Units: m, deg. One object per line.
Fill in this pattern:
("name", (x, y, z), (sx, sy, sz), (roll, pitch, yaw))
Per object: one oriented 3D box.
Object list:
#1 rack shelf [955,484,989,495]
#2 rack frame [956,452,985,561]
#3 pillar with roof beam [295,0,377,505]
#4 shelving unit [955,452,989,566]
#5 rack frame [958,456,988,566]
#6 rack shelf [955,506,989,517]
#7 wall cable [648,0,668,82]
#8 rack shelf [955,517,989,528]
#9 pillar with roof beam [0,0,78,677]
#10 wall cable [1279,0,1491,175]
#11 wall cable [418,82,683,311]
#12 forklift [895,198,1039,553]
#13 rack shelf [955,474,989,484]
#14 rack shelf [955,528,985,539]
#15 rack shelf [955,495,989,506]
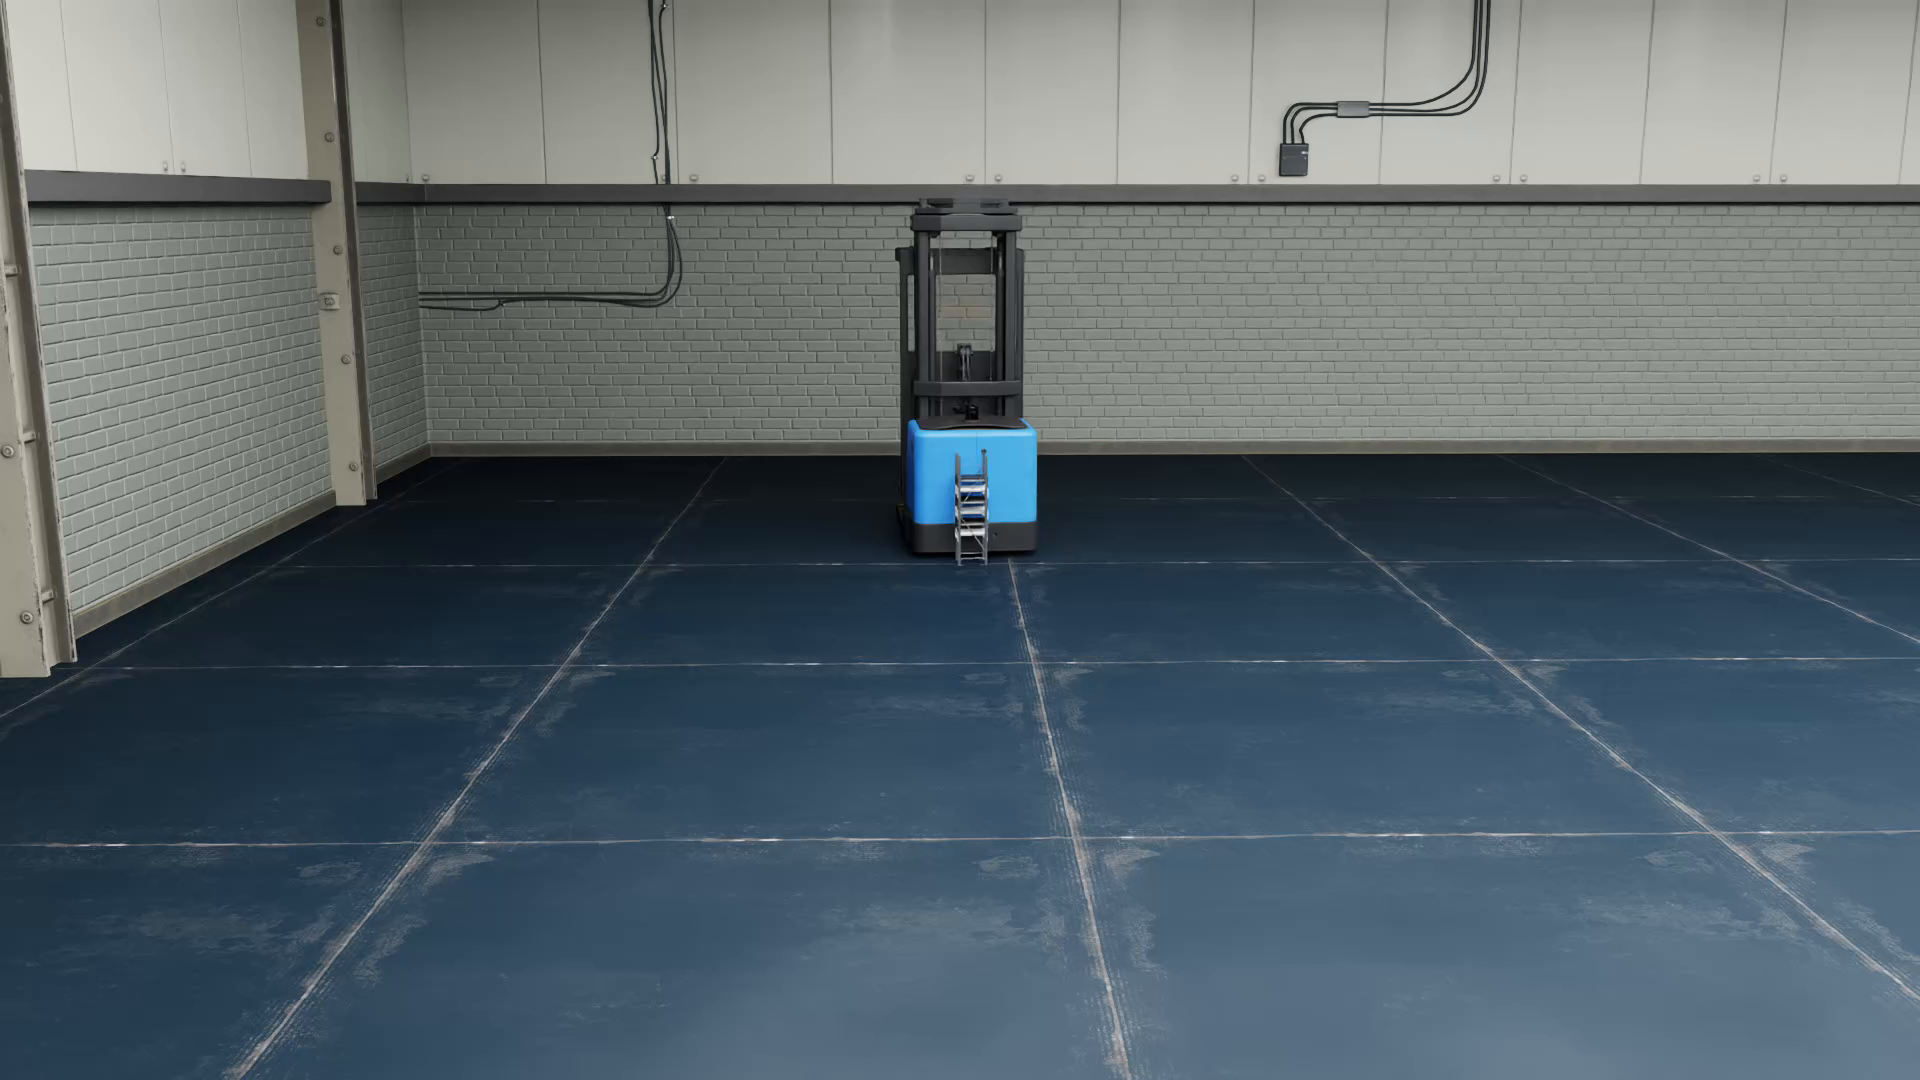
("rack shelf", (0.094, -0.395, 13.504), (0.258, 0.077, 0.200), (-1, 12, -5))
("rack frame", (0.084, -0.271, 13.633), (0.240, 0.900, 0.006), (-1, 12, -5))
("pillar with roof beam", (-1.667, -4.806, 15.615), (9.100, 9.000, 0.400), (0, 11, -1))
("shelving unit", (0.094, -0.251, 13.533), (0.258, 0.900, 0.210), (-1, 12, -5))
("rack frame", (0.104, -0.231, 13.434), (0.240, 0.900, 0.006), (-1, 12, -5))
("rack shelf", (0.094, -0.218, 13.540), (0.258, 0.077, 0.200), (-1, 12, -5))
("wall cable", (-2.005, -6.344, 18.303), (3.097, 2.526, 0.112), (0, 11, -1))
("rack shelf", (0.094, -0.130, 13.558), (0.258, 0.077, 0.200), (-1, 12, -5))
("pillar with roof beam", (-1.543, -3.613, 9.736), (9.100, 9.000, 0.400), (0, 11, -1))
("wall cable", (4.782, -7.082, 18.280), (2.305, 6.003, 0.169), (0, 11, -1))
("wall cable", (-4.710, -3.857, 18.750), (3.097, 2.526, 0.112), (0, 11, -1))
("forklift", (-0.007, -1.569, 14.920), (1.130, 2.935, 3.031), (-1, 12, -5))
("rack shelf", (0.094, -0.483, 13.486), (0.258, 0.077, 0.200), (-1, 12, -5))
("rack shelf", (0.094, -0.042, 13.576), (0.258, 0.077, 0.200), (-1, 12, -5))
("rack shelf", (0.094, -0.307, 13.522), (0.258, 0.077, 0.200), (-1, 12, -5))
